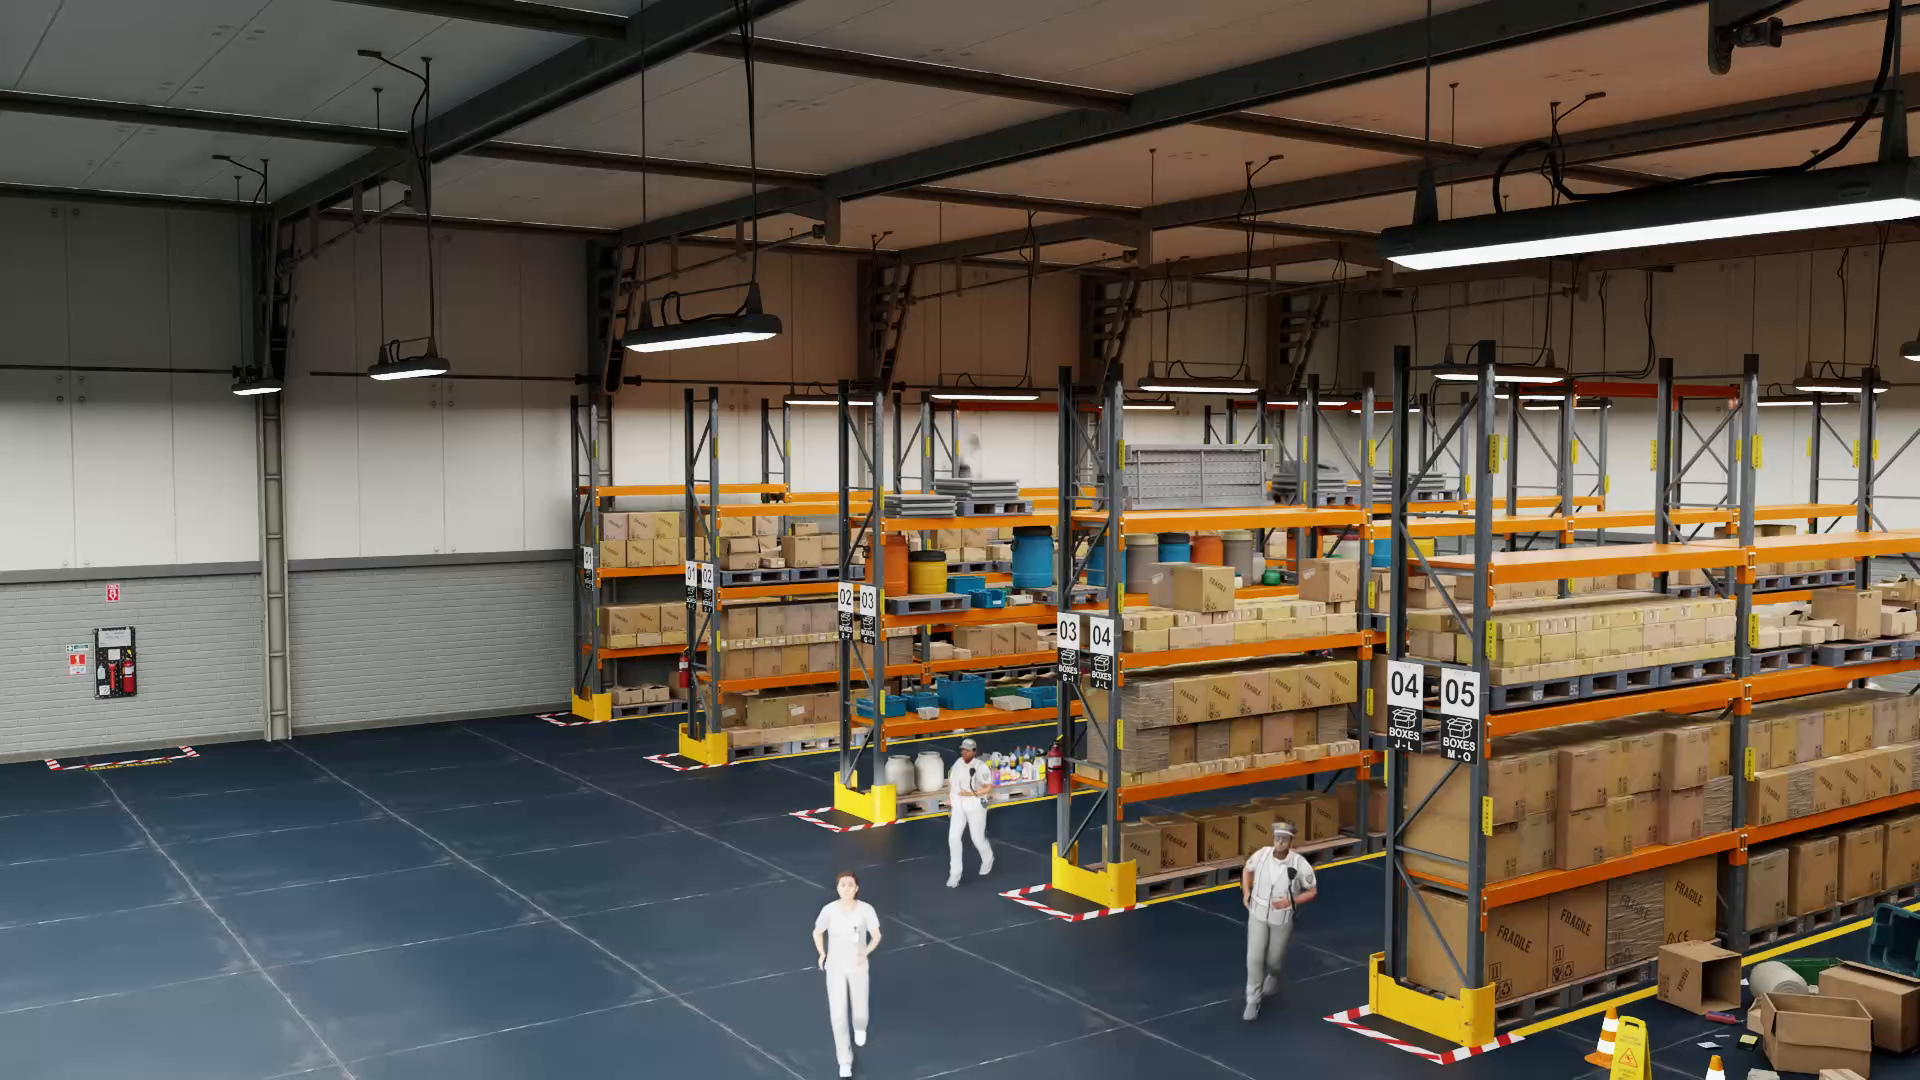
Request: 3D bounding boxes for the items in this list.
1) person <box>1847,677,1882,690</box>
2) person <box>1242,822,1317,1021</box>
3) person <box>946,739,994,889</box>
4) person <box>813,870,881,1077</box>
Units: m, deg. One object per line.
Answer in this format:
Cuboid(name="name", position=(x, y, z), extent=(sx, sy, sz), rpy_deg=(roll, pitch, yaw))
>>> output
Cuboid(name="person", position=(13.572, 2.763, 24.991), extent=(0.979, 1.805, 0.701), rpy_deg=(-2, 4, -35))
Cuboid(name="person", position=(2.884, 3.405, 15.068), extent=(0.704, 1.775, 0.836), rpy_deg=(2, 4, 24))
Cuboid(name="person", position=(0.111, 3.167, 19.464), extent=(0.592, 1.694, 0.820), rpy_deg=(2, 4, 27))
Cuboid(name="person", position=(-0.935, 3.523, 13.701), extent=(0.568, 1.624, 0.702), rpy_deg=(0, 3, 0))
